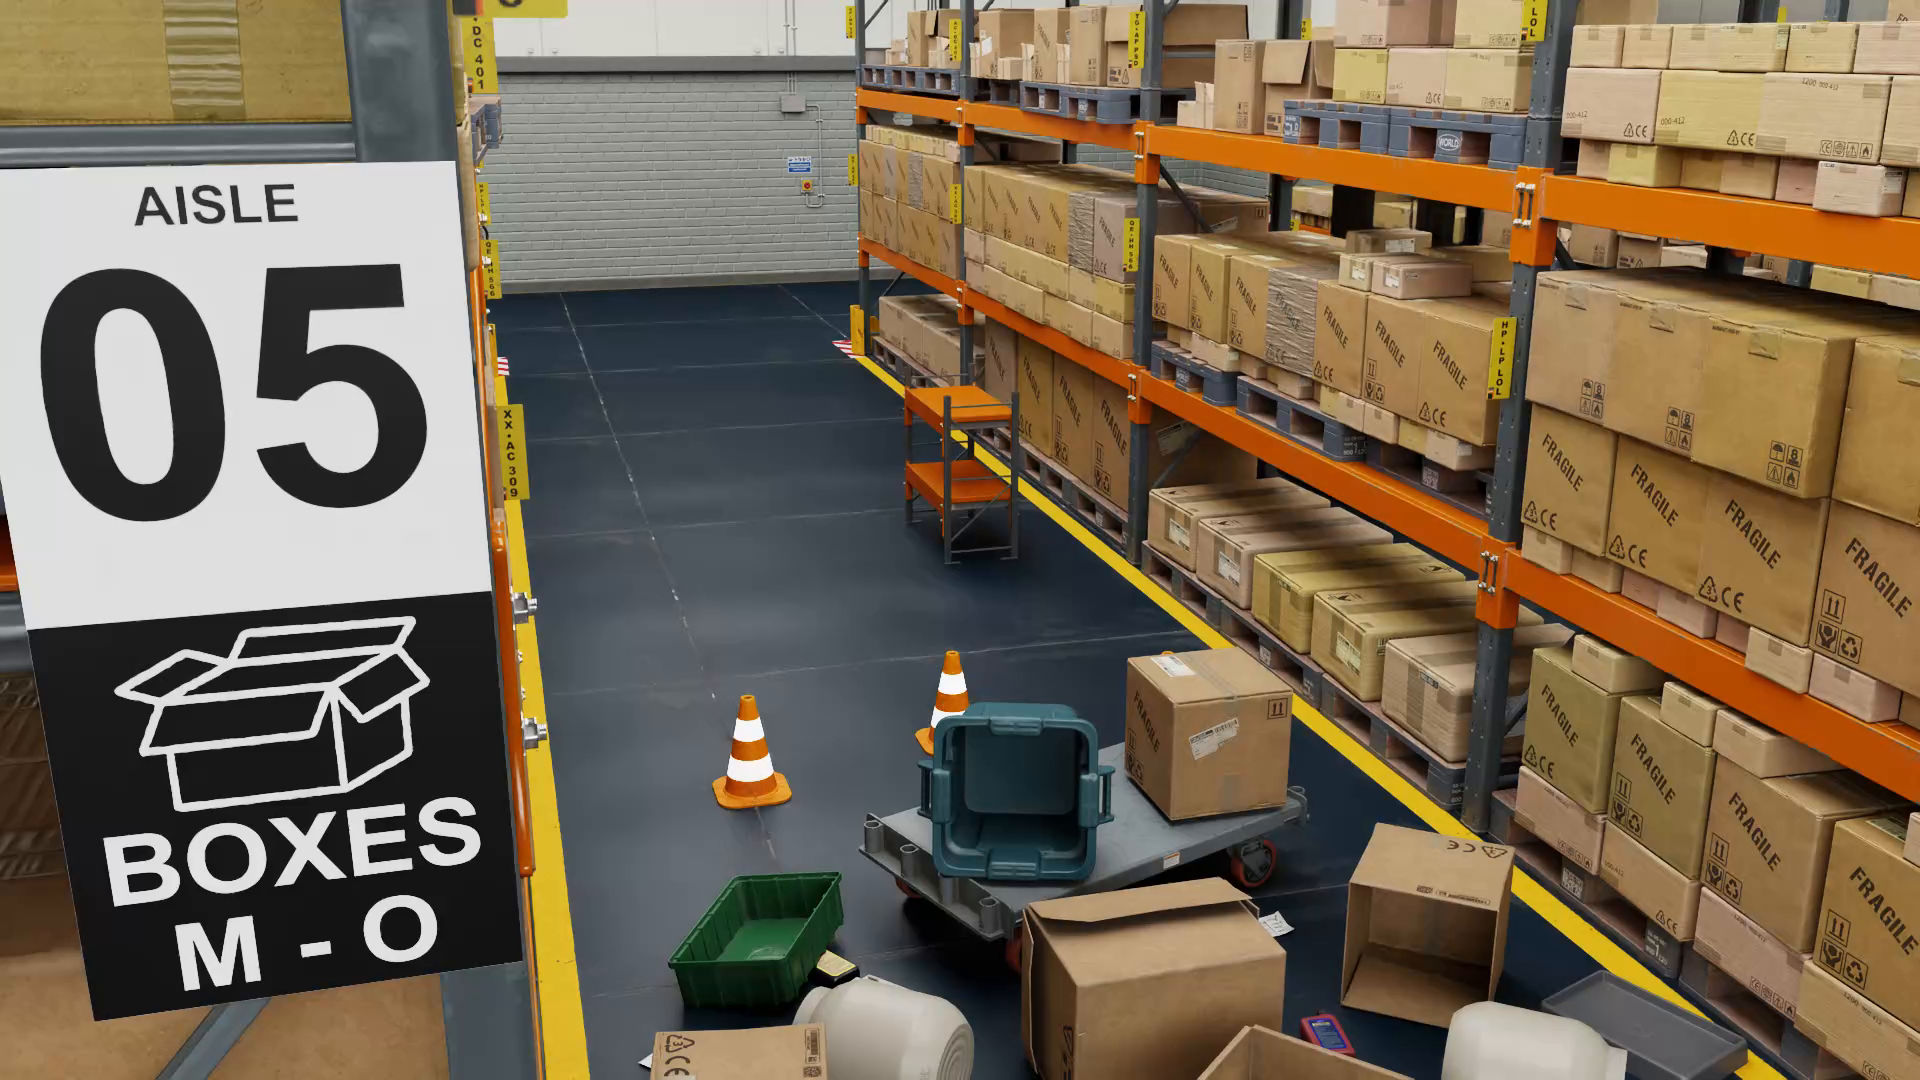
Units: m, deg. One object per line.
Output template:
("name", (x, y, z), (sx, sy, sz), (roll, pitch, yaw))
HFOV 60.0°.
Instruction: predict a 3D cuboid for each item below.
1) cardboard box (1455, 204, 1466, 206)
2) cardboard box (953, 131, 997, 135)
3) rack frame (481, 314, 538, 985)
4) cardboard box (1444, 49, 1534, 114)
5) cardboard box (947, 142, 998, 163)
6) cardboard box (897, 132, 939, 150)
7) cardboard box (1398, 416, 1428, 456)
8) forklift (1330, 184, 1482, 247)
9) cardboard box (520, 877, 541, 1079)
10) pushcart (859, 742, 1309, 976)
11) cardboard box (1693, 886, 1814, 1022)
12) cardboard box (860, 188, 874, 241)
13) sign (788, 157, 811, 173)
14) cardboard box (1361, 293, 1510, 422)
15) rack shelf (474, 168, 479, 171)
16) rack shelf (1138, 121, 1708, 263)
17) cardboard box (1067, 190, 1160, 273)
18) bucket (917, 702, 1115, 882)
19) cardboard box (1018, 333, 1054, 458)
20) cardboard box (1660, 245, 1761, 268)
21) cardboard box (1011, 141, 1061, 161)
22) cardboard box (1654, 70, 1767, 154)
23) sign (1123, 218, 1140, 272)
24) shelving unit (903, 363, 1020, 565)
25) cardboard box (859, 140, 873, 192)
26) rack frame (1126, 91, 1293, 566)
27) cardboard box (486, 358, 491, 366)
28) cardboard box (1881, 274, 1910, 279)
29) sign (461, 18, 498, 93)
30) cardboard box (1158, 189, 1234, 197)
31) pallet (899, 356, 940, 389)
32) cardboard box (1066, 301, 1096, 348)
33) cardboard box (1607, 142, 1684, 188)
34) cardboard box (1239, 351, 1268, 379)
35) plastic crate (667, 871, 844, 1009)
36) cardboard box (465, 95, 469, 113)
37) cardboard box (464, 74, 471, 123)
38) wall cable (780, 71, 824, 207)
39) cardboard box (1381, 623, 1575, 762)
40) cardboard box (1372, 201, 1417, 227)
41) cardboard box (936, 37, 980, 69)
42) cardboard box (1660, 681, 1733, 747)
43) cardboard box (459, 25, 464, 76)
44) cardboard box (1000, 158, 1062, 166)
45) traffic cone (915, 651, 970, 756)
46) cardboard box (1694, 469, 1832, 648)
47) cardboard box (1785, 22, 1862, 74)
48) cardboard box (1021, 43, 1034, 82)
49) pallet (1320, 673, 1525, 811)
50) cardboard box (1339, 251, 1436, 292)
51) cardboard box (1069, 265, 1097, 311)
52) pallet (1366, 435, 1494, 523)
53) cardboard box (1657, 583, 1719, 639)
("cardboard box", (5.114, -3.683, 16.940), (0.500, 0.500, 0.500), (-5, 17, -17))
("cardboard box", (0.146, -3.865, 16.065), (0.380, 0.149, 0.250), (-4, 17, -13))
("rack frame", (-2.037, 0.205, 5.555), (1.000, 3.000, 0.127), (-5, 17, -15))
("cardboard box", (2.395, -1.930, 6.981), (0.500, 0.250, 0.500), (-5, 17, -16))
("cardboard box", (0.105, -3.325, 14.266), (0.380, 0.149, 0.250), (-5, 17, -16))
("cardboard box", (-0.386, -3.819, 15.911), (0.380, 0.149, 0.250), (-5, 17, -17))
("cardboard box", (2.232, -0.490, 7.576), (0.380, 0.149, 0.250), (-5, 17, -17))
("forklift", (3.386, -1.704, 12.031), (1.130, 2.935, 3.031), (-6, 18, -19))
("cardboard box", (-1.289, 0.825, 3.230), (0.875, 0.550, 0.550), (-5, 17, -15))
("pushcart", (0.516, 1.236, 6.682), (1.648, 0.377, 0.936), (-12, 20, -34))
("cardboard box", (2.903, 1.379, 5.696), (0.500, 0.250, 0.500), (-5, 17, -16))
("cardboard box", (-0.747, -3.426, 17.469), (0.500, 0.500, 0.500), (-5, 17, -16))
("sign", (-2.238, -5.234, 23.192), (0.327, 0.218, 0.001), (-5, 17, -15))
("cardboard box", (2.210, -0.852, 7.655), (0.500, 0.500, 0.500), (-5, 17, -15))
("rack shelf", (-3.686, -2.547, 10.752), (1.077, 0.370, 4.000), (-5, 17, -15))
("rack shelf", (2.145, -1.860, 8.465), (1.077, 0.370, 4.000), (-5, 17, -15))
("cardboard box", (1.053, -2.111, 11.354), (0.500, 0.500, 0.500), (-4, 17, -14))
("bucket", (0.217, 0.900, 6.289), (0.726, 0.611, 0.620), (1, 7, 4))
("cardboard box", (0.999, -1.196, 13.184), (0.875, 0.875, 0.875), (-4, 17, -14))
("cardboard box", (5.766, -2.110, 12.792), (0.500, 0.250, 0.500), (-6, 18, -18))
("cardboard box", (0.659, -3.372, 14.426), (0.380, 0.149, 0.250), (-5, 17, -16))
("cardboard box", (2.703, -1.436, 5.549), (0.500, 0.250, 0.500), (-5, 17, -16))
("sign", (1.063, -1.830, 10.319), (0.100, 0.325, 0.005), (-5, 17, -15))
("shelving unit", (-0.002, -0.541, 11.296), (0.538, 1.125, 1.048), (-5, 17, -15))
("cardboard box", (-0.745, -3.905, 17.326), (0.500, 0.500, 0.500), (-5, 17, -16))
("rack frame", (1.595, -1.321, 10.635), (1.000, 3.000, 0.127), (-5, 17, -15))
("cardboard box", (-2.481, -0.570, 7.960), (0.500, 0.500, 0.500), (-5, 17, -16))
("cardboard box", (6.341, -1.818, 10.990), (0.380, 0.149, 0.250), (-4, 17, -14))
("sign", (-1.504, -1.561, 5.186), (0.100, 0.325, 0.005), (-5, 17, -15))
("cardboard box", (1.549, -2.140, 11.449), (0.500, 0.500, 0.500), (-5, 17, -15))
("pallet", (0.023, -1.646, 16.566), (1.003, 0.211, 1.213), (-5, 17, -15))
("cardboard box", (1.051, -1.508, 11.520), (0.500, 0.250, 0.500), (-4, 17, -14))
("cardboard box", (2.560, -1.348, 5.948), (0.380, 0.149, 0.250), (-5, 17, -15))
("cardboard box", (1.779, -0.998, 9.269), (0.380, 0.149, 0.250), (-4, 17, -12))
("plastic crate", (-0.730, 1.469, 6.136), (0.450, 0.188, 0.662), (-6, 15, 16))
("cardboard box", (-1.002, -0.653, 2.732), (0.380, 0.149, 0.250), (-5, 17, -15))
("cardboard box", (-1.488, -1.144, 4.364), (0.380, 0.149, 0.250), (-4, 17, -14))
("wall cable", (-2.175, -5.593, 23.037), (0.585, 1.953, 0.123), (-5, 17, -15))
("cardboard box", (2.548, 0.698, 7.751), (0.950, 0.372, 0.625), (-4, 17, -15))
("cardboard box", (4.476, -3.432, 17.406), (0.500, 0.250, 0.500), (-5, 17, -17))
("cardboard box", (0.013, -4.200, 14.335), (0.396, 0.266, 0.258), (-4, 17, -13))
("cardboard box", (2.717, 0.598, 5.867), (0.380, 0.149, 0.250), (-4, 17, -13))
("cardboard box", (-1.381, -1.157, 3.715), (0.500, 0.250, 0.500), (-5, 17, -16))
("cardboard box", (0.598, -3.105, 14.662), (0.500, 0.500, 0.500), (-5, 17, -15))
("traffic cone", (-0.033, 0.767, 8.093), (0.336, 0.463, 0.334), (-5, 17, -15))
("cardboard box", (2.833, 0.016, 5.494), (0.500, 0.500, 0.500), (-5, 17, -16))
("cardboard box", (2.794, -1.517, 5.124), (0.380, 0.149, 0.250), (-5, 18, -17))
("cardboard box", (0.662, -3.467, 12.071), (0.396, 0.266, 0.258), (-3, 17, -11))
("pallet", (2.479, 0.906, 8.069), (1.003, 0.211, 1.213), (-5, 17, -15))
("cardboard box", (2.051, -1.290, 7.983), (0.380, 0.149, 0.250), (-5, 18, -18))
("cardboard box", (1.073, -1.744, 11.435), (0.500, 0.250, 0.500), (-5, 17, -17))
("pallet", (2.624, -0.345, 7.721), (1.003, 0.211, 1.213), (-5, 17, -15))
("cardboard box", (2.729, 0.227, 5.920), (0.380, 0.149, 0.250), (-4, 17, -14))
